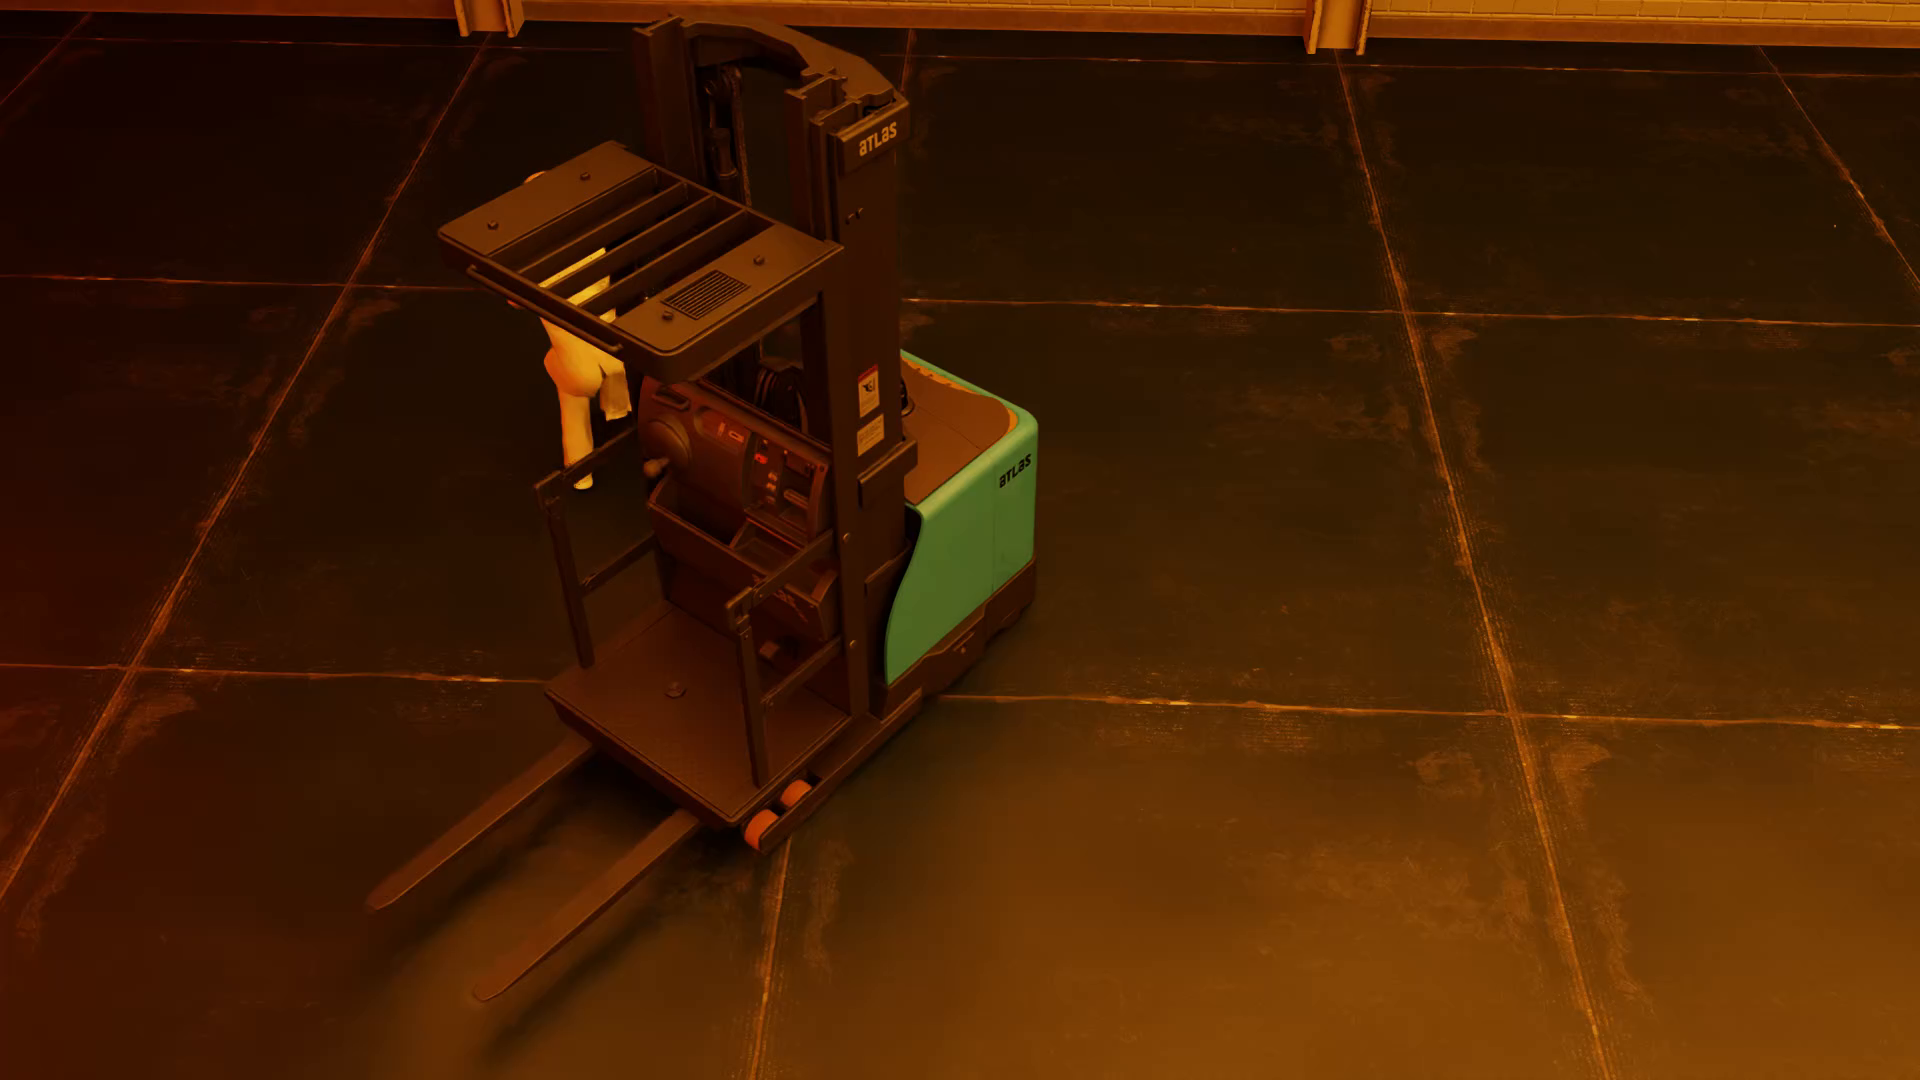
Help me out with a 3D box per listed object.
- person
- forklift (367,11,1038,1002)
[{"bbox_3d":[-1.732,-1.045,7.919,0.808,1.576,0.801,-4,43,-5],"label":"person"},{"bbox_3d":[-0.977,-0.236,6.000,1.130,2.935,3.031,29,50,28],"label":"forklift"}]
